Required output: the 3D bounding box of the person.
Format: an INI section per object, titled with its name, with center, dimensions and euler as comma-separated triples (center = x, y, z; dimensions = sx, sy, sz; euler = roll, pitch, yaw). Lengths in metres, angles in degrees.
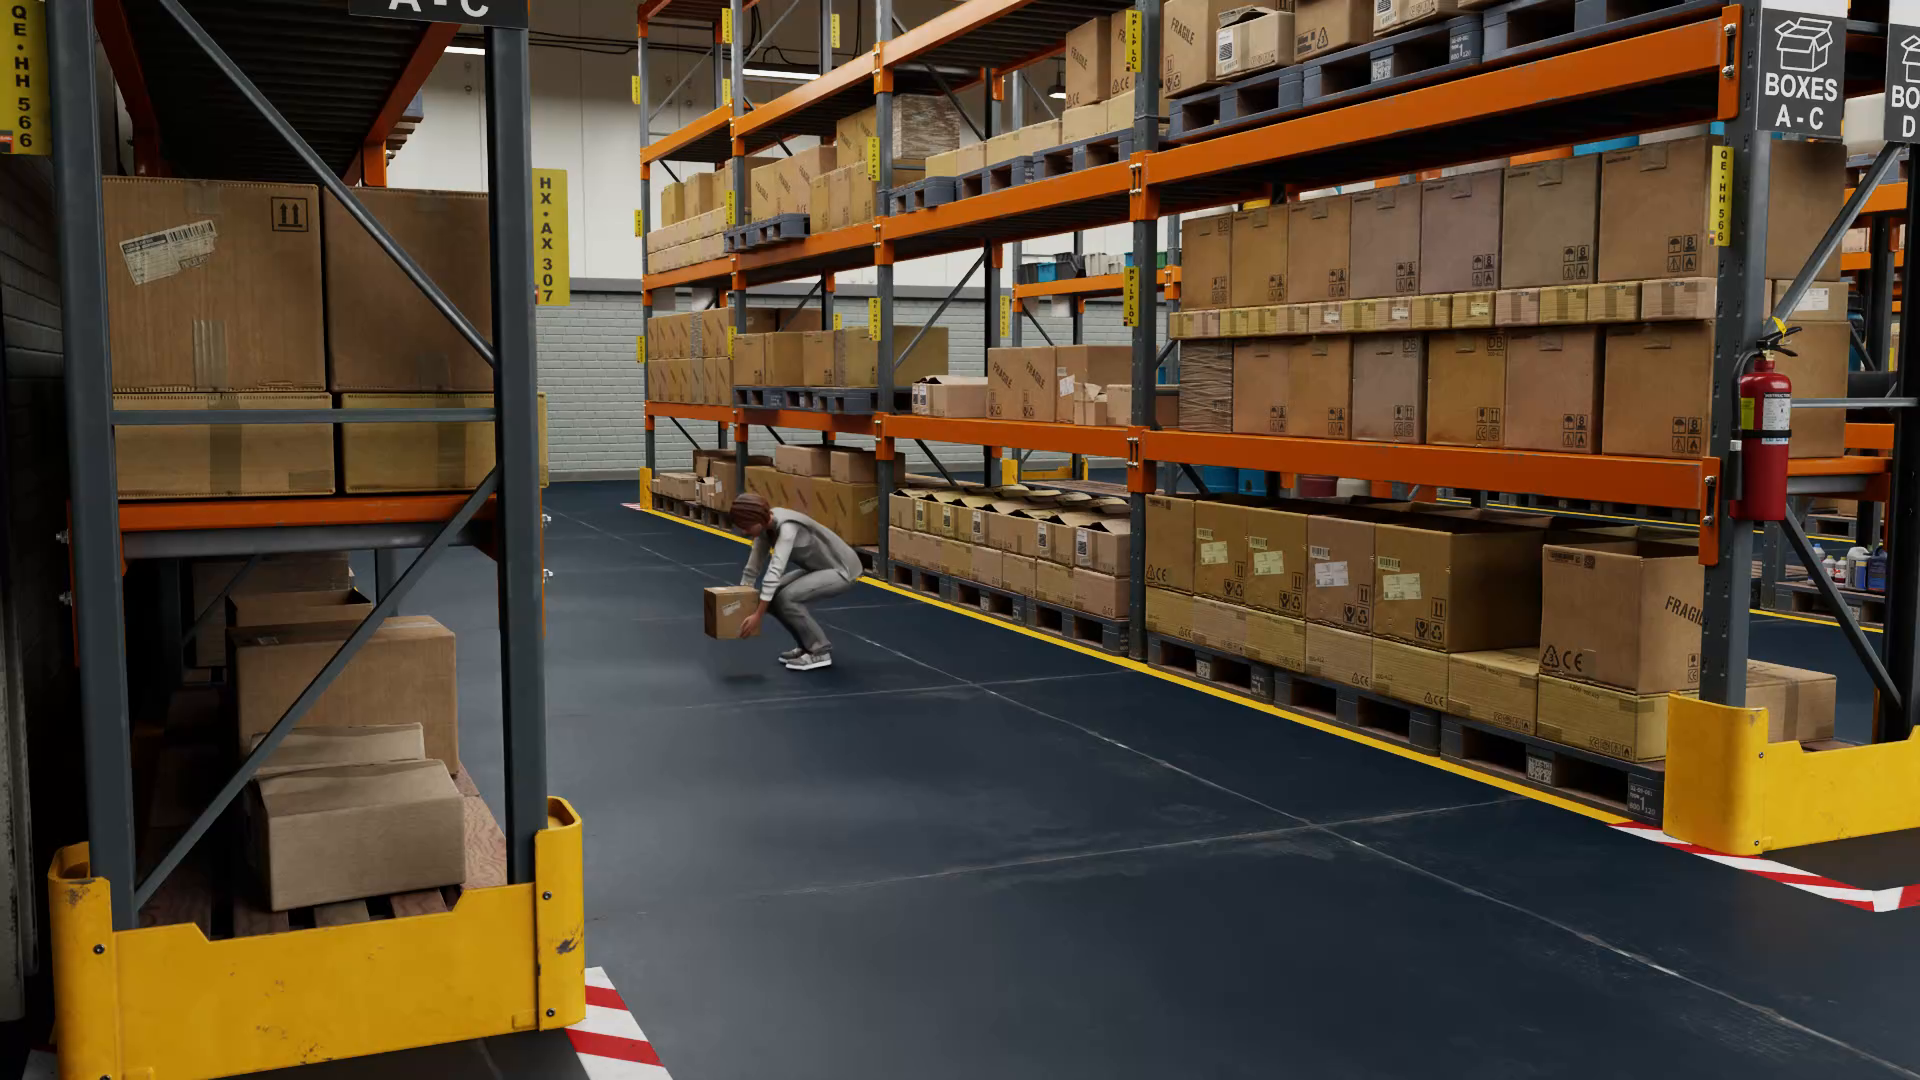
[person]
center = -0.900, 0.226, 9.153
dimensions = 0.767, 0.966, 0.454
euler = -2, 6, -24
